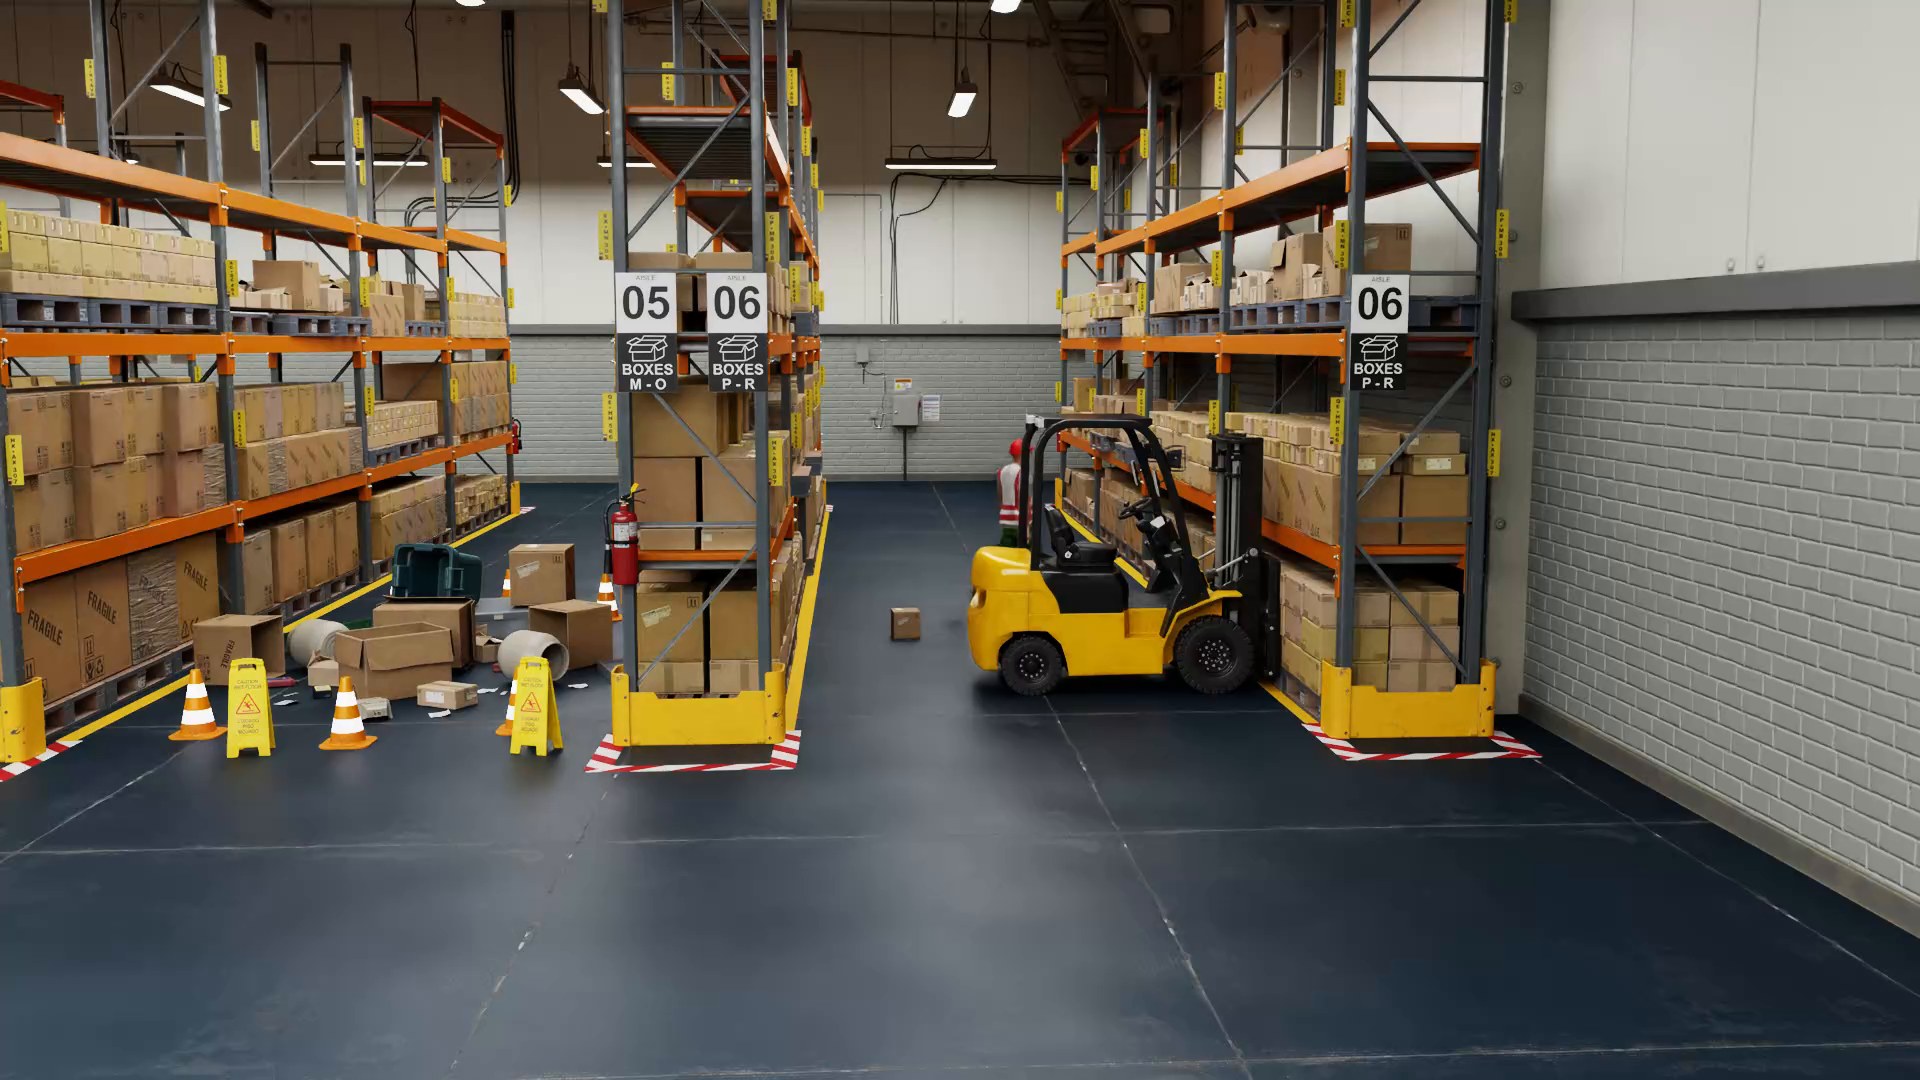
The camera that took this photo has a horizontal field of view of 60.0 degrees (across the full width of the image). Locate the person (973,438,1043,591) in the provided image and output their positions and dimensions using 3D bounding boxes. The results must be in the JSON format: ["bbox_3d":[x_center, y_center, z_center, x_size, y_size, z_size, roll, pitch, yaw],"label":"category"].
[{"bbox_3d":[0.544,-0.145,16.791,0.855,1.764,0.539,-6,9,-42],"label":"person"}]
